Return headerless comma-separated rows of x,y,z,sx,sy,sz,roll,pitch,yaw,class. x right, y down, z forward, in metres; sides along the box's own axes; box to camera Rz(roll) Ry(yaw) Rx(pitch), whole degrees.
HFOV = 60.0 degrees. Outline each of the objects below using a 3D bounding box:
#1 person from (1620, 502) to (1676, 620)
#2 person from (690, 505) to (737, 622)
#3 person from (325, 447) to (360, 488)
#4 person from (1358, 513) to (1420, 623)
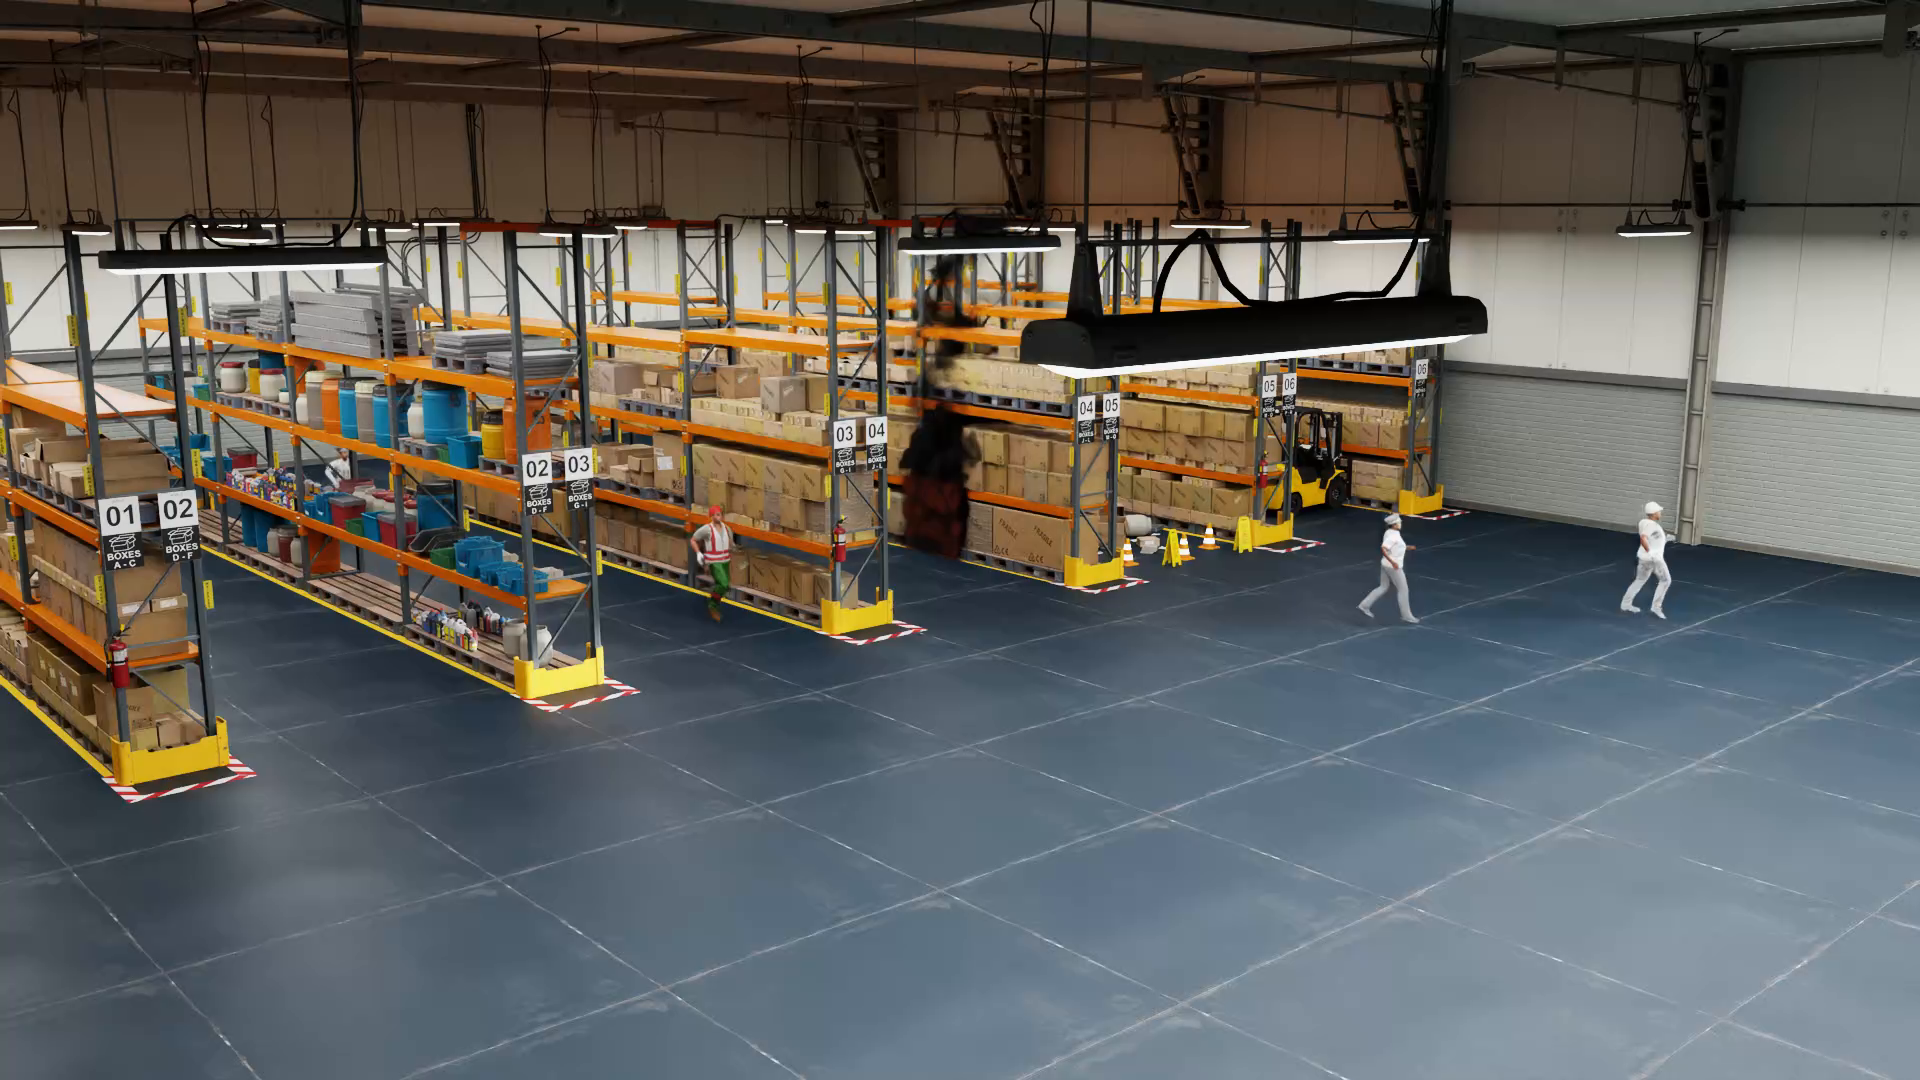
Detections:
10.698,0.326,25.756,0.768,1.842,0.657,0,11,-2,person
-3.705,0.360,25.561,0.702,1.785,0.641,9,15,39,person
-12.072,-1.016,32.688,0.691,1.708,0.587,8,14,35,person
6.591,0.421,25.392,0.935,1.693,0.572,0,11,-1,person
